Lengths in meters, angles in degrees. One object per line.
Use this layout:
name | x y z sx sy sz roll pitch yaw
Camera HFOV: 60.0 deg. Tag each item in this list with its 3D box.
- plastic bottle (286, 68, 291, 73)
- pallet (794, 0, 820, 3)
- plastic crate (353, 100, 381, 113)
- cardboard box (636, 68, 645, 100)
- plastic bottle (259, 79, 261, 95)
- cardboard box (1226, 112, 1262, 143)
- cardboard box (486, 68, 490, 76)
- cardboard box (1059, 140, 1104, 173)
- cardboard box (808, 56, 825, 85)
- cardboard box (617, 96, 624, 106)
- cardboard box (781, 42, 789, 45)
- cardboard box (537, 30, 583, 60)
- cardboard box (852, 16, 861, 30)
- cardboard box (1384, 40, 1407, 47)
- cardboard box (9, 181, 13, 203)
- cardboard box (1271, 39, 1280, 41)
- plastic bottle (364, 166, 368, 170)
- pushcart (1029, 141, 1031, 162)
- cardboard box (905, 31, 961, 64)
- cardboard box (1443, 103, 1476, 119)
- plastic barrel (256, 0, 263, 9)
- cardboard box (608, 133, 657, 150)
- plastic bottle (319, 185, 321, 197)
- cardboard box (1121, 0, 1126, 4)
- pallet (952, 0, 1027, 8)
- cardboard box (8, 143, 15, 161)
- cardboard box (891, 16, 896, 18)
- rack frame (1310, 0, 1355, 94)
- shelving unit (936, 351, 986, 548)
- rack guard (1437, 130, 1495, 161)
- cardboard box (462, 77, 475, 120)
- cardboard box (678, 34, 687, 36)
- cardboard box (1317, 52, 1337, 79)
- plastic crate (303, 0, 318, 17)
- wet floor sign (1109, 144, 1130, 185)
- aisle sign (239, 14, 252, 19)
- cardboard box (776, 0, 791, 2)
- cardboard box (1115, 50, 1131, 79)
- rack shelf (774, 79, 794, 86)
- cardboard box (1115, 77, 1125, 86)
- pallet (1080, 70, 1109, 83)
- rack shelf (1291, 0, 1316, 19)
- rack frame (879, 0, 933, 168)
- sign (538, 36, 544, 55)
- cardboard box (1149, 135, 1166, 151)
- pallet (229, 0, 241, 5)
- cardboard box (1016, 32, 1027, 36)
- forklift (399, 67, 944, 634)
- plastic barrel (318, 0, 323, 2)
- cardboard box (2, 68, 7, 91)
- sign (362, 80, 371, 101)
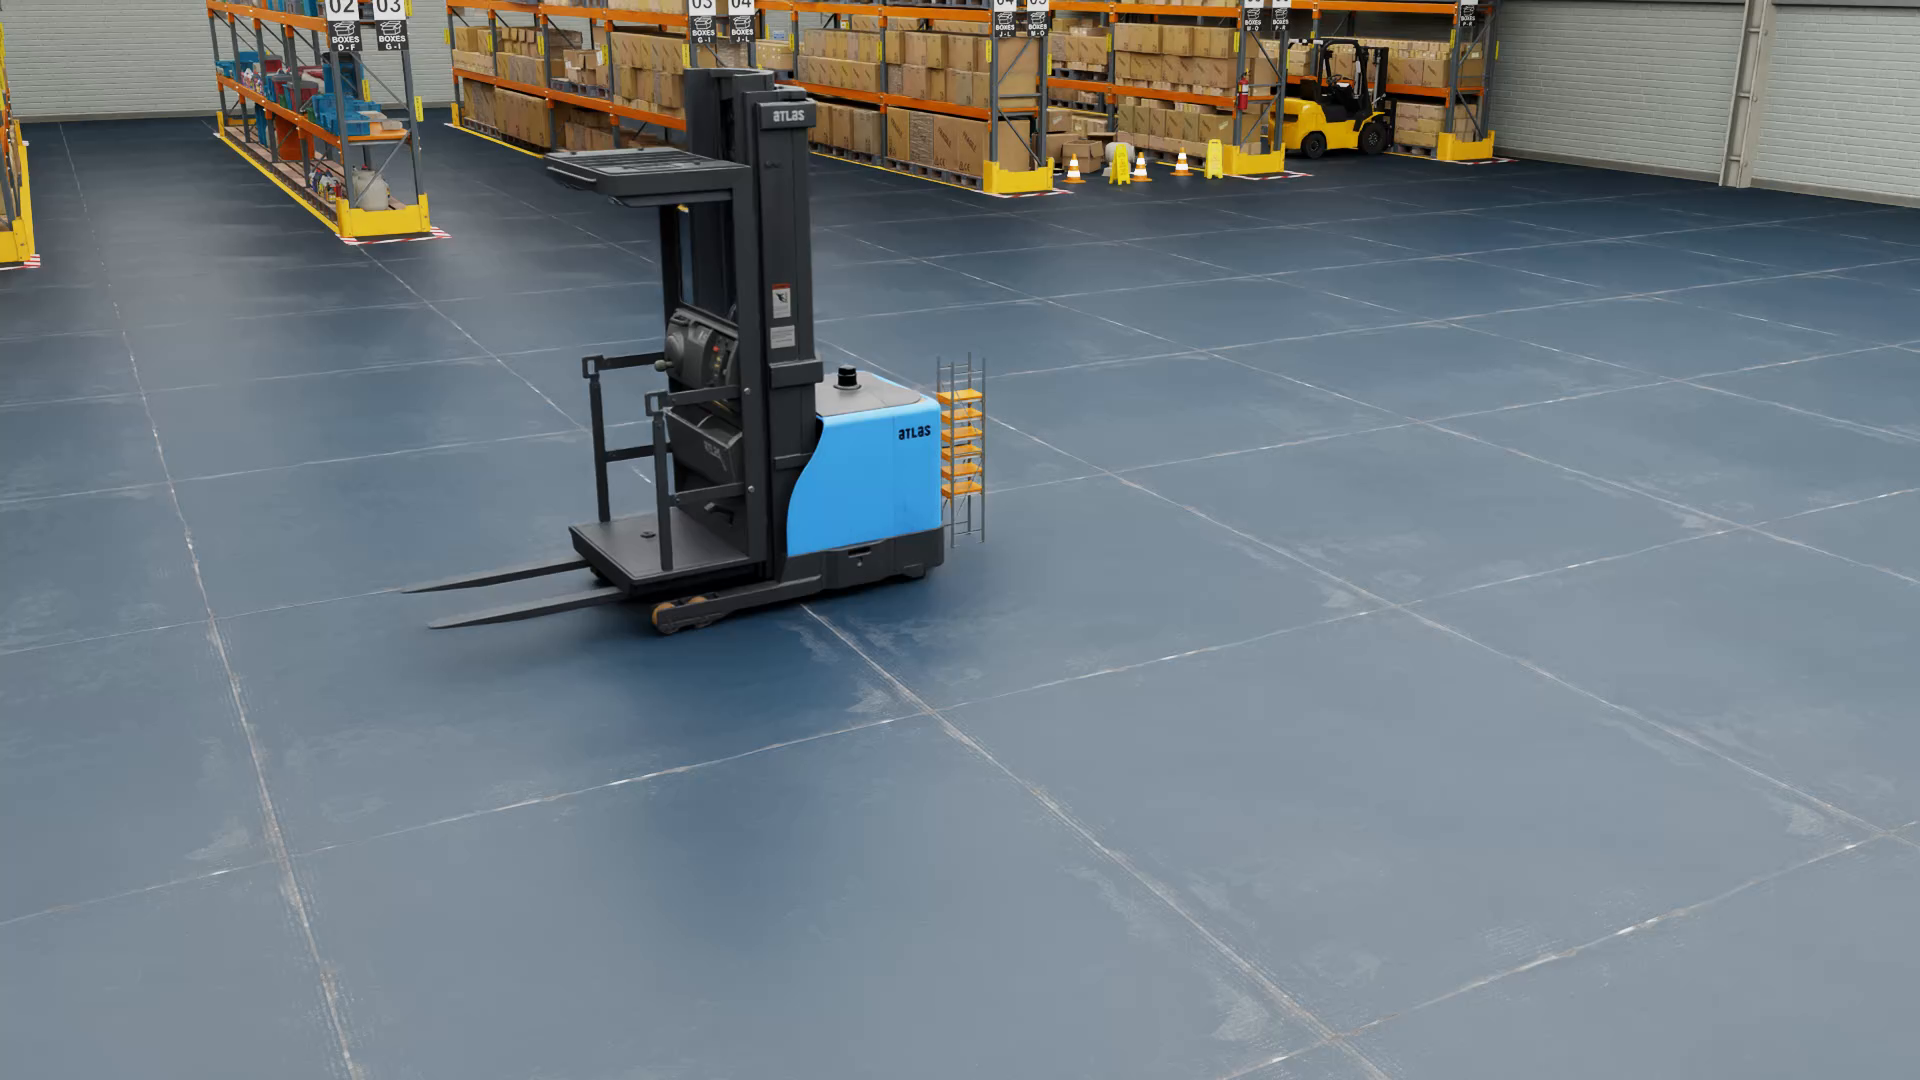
plastic bottle | -12.719 -8.788 31.576 0.144 0.351 0.185 -10 21 -27
pallet | -2.507 -10.588 32.407 1.213 0.211 1.003 -9 21 -24
plastic crate | -8.967 -6.435 24.910 0.499 0.251 0.616 -10 21 -27
cardboard box | -4.681 -7.320 26.638 0.875 0.500 0.500 -10 21 -27
plastic bottle | -12.440 -8.077 29.636 0.097 0.271 0.097 0 19 0
cardboard box | 5.096 -7.469 30.101 0.500 0.500 0.500 -11 22 -28
cardboard box | -9.728 -9.837 34.925 0.380 0.149 0.250 -10 21 -26
cardboard box | 2.186 -6.867 29.760 0.637 0.503 0.797 7 20 20
cardboard box | -2.640 -9.167 32.445 0.500 0.500 0.500 -10 22 -27
cardboard box | -5.428 -7.247 27.421 0.380 0.149 0.250 -10 21 -27
cardboard box | -3.534 -10.336 34.817 0.380 0.149 0.250 -9 21 -25
cardboard box | -7.605 -9.430 31.671 0.797 0.503 0.637 -9 21 -25
cardboard box | -2.373 -12.866 41.633 0.500 0.500 0.500 -11 22 -28
cardboard box | 8.525 -9.709 32.566 0.380 0.149 0.250 -10 21 -26
cardboard box | -12.962 -4.739 22.189 0.500 0.500 0.500 -10 21 -27
cardboard box | 6.894 -10.856 36.345 0.380 0.149 0.250 -9 21 -25
plastic bottle | -9.081 -5.541 25.479 0.144 0.351 0.185 -11 22 -29
pushcart | 1.366 -7.476 31.719 0.936 0.377 1.648 16 25 39
cardboard box | -0.451 -8.618 29.122 0.875 0.550 0.550 -10 21 -27
cardboard box | 9.553 -8.244 31.961 0.500 0.250 0.500 -10 22 -27
plastic barrel | -11.432 -9.315 27.660 0.600 0.901 0.600 0 19 0
cardboard box | -5.646 -6.754 28.764 0.700 0.500 0.500 -12 22 -31
plastic bottle | -9.510 -5.231 24.808 0.097 0.201 0.097 0 19 0
cardboard box | 3.280 -10.254 31.535 0.380 0.149 0.250 -10 22 -27
pallet | 0.578 -8.727 26.860 1.003 0.211 1.213 -10 21 -27
cardboard box | -15.527 -6.215 26.755 0.500 0.311 0.500 -9 21 -25
cardboard box | -1.428 -12.622 39.932 0.380 0.149 0.250 -10 22 -28
rack frame | 7.715 -9.853 34.587 1.000 3.000 0.127 -10 21 -27
shelving unit | 0.007 -0.563 10.424 0.258 1.200 0.189 -10 21 -27
rack guard | 9.626 -7.516 31.647 1.175 0.500 0.348 -10 21 -27
cardboard box | -10.697 -10.016 37.672 0.875 0.875 0.875 -10 21 -27
cardboard box | -4.208 -7.691 26.180 0.500 0.500 0.500 -10 21 -27
cardboard box | 7.696 -9.733 34.085 0.500 0.500 0.500 -11 22 -28
plastic crate | -9.003 -7.544 23.321 0.392 0.384 0.575 -10 21 -27
wet floor sign | 2.696 -6.325 27.971 0.267 0.644 0.232 -14 24 -36
aisle sign | -15.207 -11.521 35.435 0.394 0.787 0.004 -10 21 -27
cardboard box | -3.354 -11.026 33.233 0.500 0.500 0.500 -10 21 -27
cardboard box | 3.312 -9.102 31.800 0.500 0.500 0.500 -10 21 -27
rack shelf | -3.809 -9.670 35.159 1.077 0.370 4.000 -10 21 -27
cardboard box | 3.216 -8.824 31.991 0.380 0.149 0.250 -10 21 -27
pallet | 3.114 -9.234 33.089 1.003 0.211 1.213 -10 21 -27
rack shelf | 6.765 -11.505 35.879 1.077 0.370 4.000 -10 21 -27
rack frame | -0.960 -8.287 30.050 1.000 3.000 0.127 -10 21 -27
sign | -7.759 -9.157 30.795 0.100 0.325 0.005 -10 21 -27
cardboard box | 3.909 -7.467 31.245 0.500 0.250 0.500 -10 22 -27
pallet | -13.073 -10.196 31.273 1.213 0.211 1.003 -10 21 -27
cardboard box | 1.459 -10.453 35.072 0.500 0.500 0.500 -11 22 -28
forklift | -1.624 -1.066 9.226 3.031 2.935 1.130 -11 22 -29
plastic barrel | -8.486 -7.646 22.660 0.600 0.588 0.600 0 19 0
cardboard box | -17.894 -8.547 30.649 0.500 0.500 0.500 -9 21 -25
sign | -9.242 -6.994 25.877 0.100 0.325 0.005 -10 21 -27
